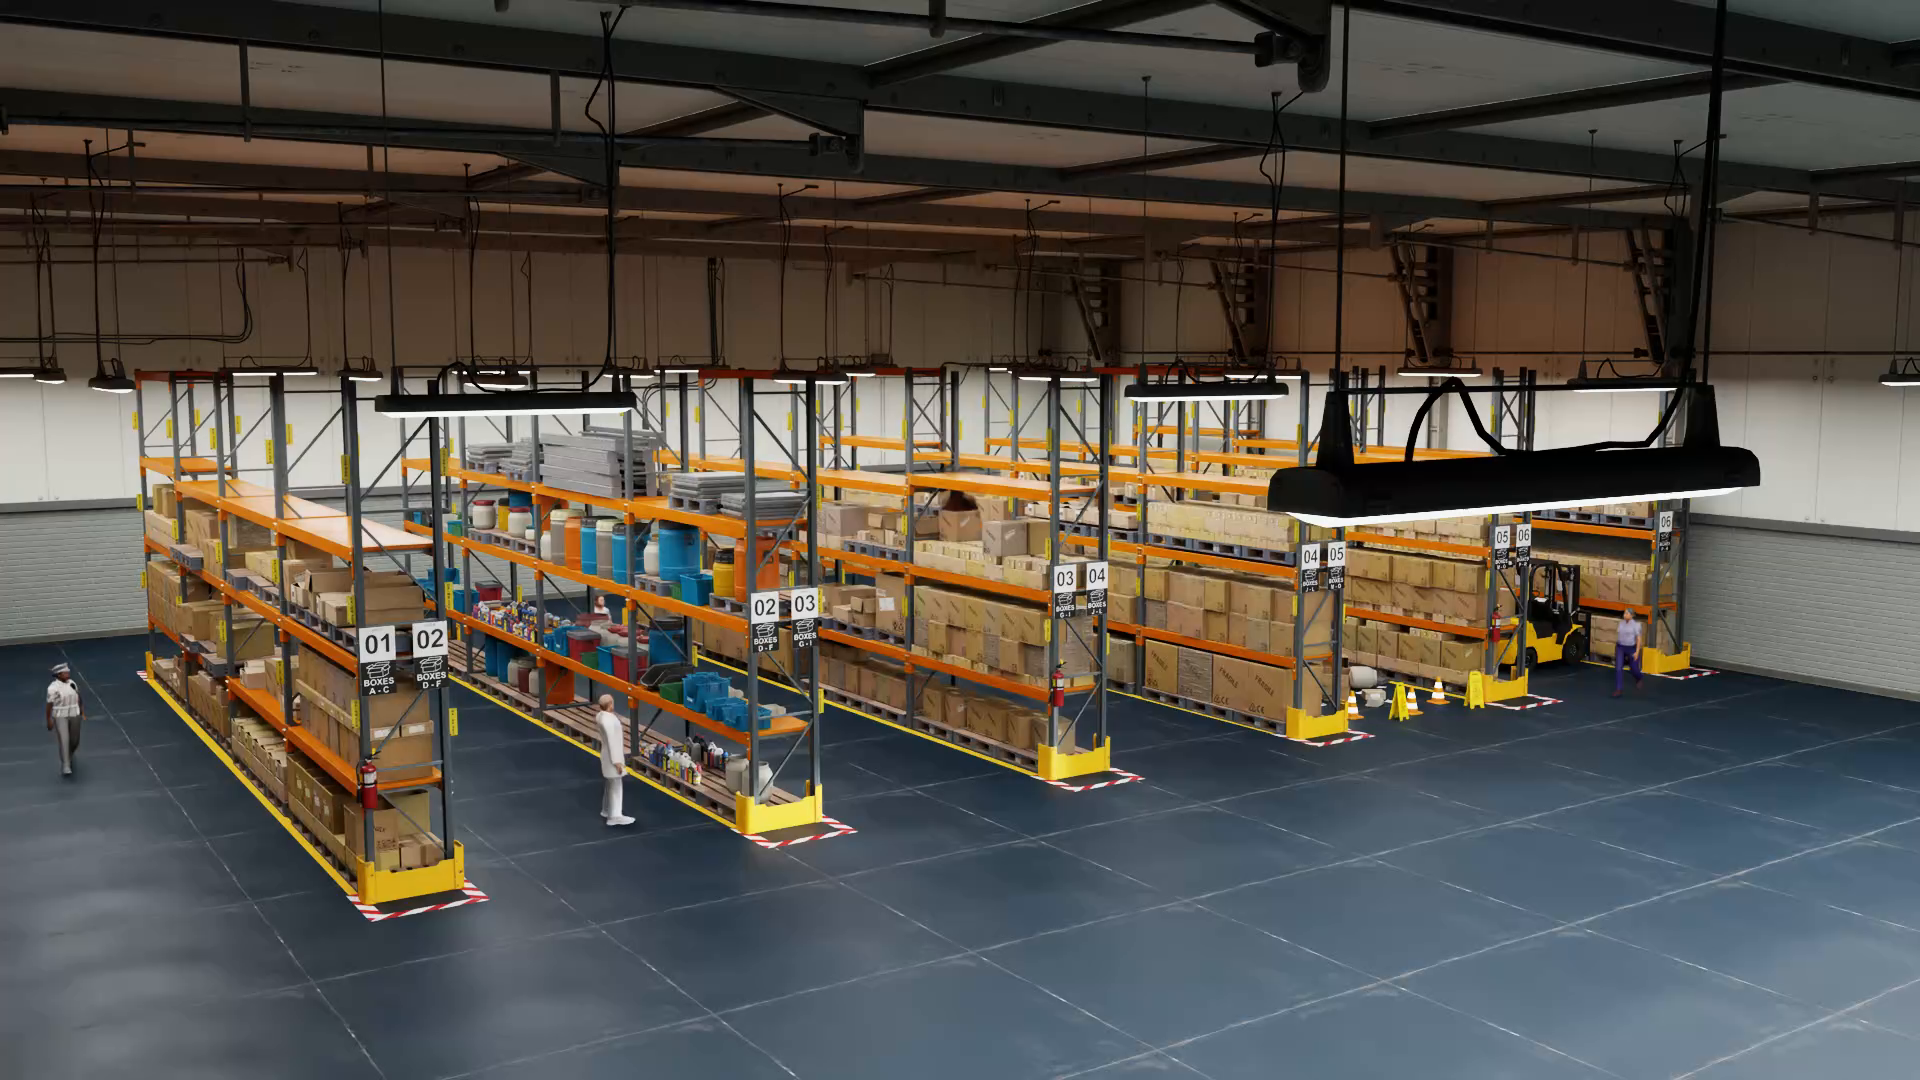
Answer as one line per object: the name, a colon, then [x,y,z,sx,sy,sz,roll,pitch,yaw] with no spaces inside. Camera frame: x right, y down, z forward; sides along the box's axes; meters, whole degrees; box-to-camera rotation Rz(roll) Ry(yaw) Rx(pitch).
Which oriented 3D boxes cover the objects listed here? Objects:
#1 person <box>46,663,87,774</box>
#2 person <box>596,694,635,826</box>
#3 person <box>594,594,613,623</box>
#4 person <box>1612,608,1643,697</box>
person: [-13.577,2.665,25.233,0.534,1.639,0.931,-5,8,-39]
person: [-4.640,2.958,22.376,0.490,1.822,0.651,-1,7,-9]
person: [-7.016,1.863,32.499,0.548,1.621,1.064,-5,8,-38]
person: [12.359,2.100,30.740,0.481,1.539,0.711,4,8,34]
